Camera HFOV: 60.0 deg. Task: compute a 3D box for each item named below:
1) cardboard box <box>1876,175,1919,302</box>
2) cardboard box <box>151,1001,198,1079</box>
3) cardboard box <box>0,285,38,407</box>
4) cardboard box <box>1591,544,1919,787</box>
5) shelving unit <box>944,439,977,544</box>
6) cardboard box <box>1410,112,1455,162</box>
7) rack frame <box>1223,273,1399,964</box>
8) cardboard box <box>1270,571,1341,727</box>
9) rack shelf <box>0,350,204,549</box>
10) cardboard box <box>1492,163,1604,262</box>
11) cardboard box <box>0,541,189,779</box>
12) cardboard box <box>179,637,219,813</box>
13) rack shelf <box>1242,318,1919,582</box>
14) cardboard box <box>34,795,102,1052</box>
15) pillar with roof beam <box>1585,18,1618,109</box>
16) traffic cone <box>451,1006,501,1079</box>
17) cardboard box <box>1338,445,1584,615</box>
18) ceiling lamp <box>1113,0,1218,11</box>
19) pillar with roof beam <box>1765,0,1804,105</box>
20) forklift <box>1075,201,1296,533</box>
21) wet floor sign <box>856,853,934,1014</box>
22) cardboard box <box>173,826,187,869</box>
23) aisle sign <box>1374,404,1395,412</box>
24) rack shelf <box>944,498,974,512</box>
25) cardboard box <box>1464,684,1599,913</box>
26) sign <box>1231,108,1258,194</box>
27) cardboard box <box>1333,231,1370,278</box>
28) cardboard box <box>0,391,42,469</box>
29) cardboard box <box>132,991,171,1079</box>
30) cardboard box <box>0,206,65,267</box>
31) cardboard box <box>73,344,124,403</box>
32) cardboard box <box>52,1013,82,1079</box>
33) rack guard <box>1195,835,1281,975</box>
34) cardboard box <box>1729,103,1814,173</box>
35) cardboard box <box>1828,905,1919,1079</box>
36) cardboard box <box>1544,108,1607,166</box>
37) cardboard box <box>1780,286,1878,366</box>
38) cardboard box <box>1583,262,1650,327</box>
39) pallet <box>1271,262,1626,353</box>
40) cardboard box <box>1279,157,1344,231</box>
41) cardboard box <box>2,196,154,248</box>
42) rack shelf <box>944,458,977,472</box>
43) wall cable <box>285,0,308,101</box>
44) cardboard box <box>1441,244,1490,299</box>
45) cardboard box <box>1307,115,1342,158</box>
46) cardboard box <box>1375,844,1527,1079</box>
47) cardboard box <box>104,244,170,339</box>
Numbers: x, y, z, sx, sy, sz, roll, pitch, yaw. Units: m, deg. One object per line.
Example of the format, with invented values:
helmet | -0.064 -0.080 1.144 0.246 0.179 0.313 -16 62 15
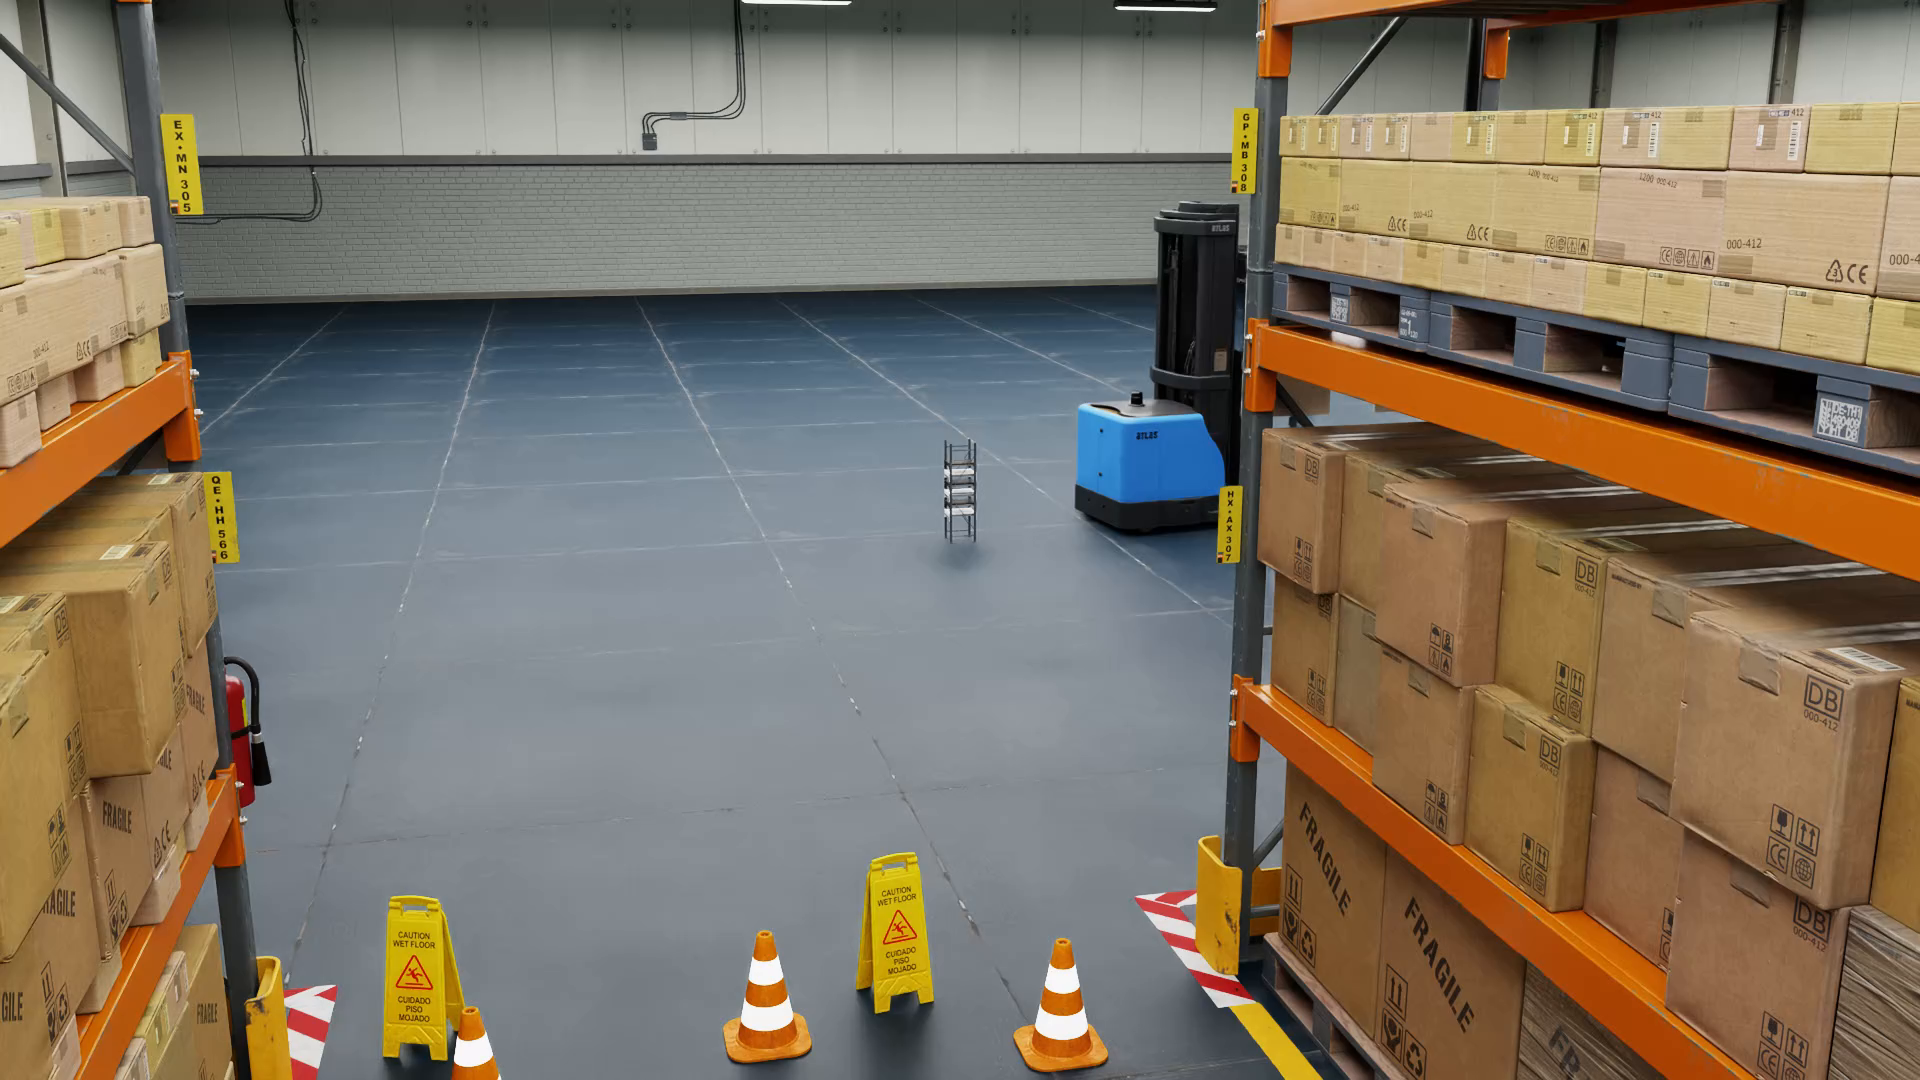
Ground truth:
cardboard box | 2.230 -0.592 3.303 0.500 0.250 0.500 -3 14 -14
cardboard box | -2.564 1.723 4.882 0.500 0.500 0.500 -3 14 -11
cardboard box | -2.385 -0.409 3.648 0.500 0.250 0.500 -3 14 -13
cardboard box | 2.307 0.352 4.576 0.875 0.550 0.550 -3 14 -13
shelving unit | 0.002 -0.435 14.813 0.258 0.900 0.210 -3 14 -13
cardboard box | 1.663 -1.280 5.278 0.380 0.149 0.250 -4 14 -14
rack frame | 1.656 0.366 7.109 1.000 3.000 0.127 -3 14 -13
cardboard box | 1.787 0.376 6.751 0.875 0.550 0.550 -3 14 -13
rack shelf | -2.662 0.019 3.725 1.077 0.370 4.000 -3 14 -13
cardboard box | 1.877 -0.941 4.730 0.500 0.250 0.500 -3 14 -13
cardboard box | -2.468 0.321 4.348 0.700 0.500 0.500 -3 14 -14
cardboard box | -2.736 0.582 5.387 0.500 0.500 0.500 -4 14 -14
rack shelf | 2.126 -0.280 4.950 1.077 0.370 4.000 -3 14 -13
cardboard box | -2.408 0.931 3.957 0.500 0.500 0.500 -3 14 -13
pillar with roof beam | 10.721 -10.197 37.705 9.100 9.000 0.548 -3 14 -13
traffic cone | -1.777 1.925 6.073 0.336 0.463 0.334 -3 14 -13
cardboard box | 1.925 -0.022 6.105 0.875 0.550 0.550 -3 14 -13
ceiling lamp | 3.856 -11.696 31.539 2.000 3.185 0.800 -3 14 -13
pillar with roof beam | 12.130 -8.813 32.039 9.100 9.000 0.548 -3 14 -13
forklift | 2.661 -1.695 15.691 3.031 2.935 1.130 -6 15 -22
wet floor sign | -0.275 1.613 6.964 0.267 0.644 0.232 -6 15 -23
cardboard box | -2.629 0.974 5.149 0.380 0.149 0.250 -4 14 -14
aisle sign | 1.931 -0.930 6.936 0.394 0.787 0.004 -3 14 -13
rack shelf | 0.002 -0.315 14.842 0.258 0.077 0.200 -3 14 -13
cardboard box | 2.112 0.758 5.188 0.875 0.550 0.500 -3 14 -13
sign | 1.115 -1.525 6.519 0.100 0.325 0.005 -3 14 -13
cardboard box | 1.544 -1.008 5.847 0.380 0.149 0.250 -3 14 -13
cardboard box | -2.372 -0.251 3.845 0.380 0.149 0.250 -3 14 -14
cardboard box | -2.483 1.427 4.728 0.380 0.149 0.250 -3 14 -12
cardboard box | -2.655 -0.815 4.471 0.380 0.149 0.250 -3 14 -13
cardboard box | -2.656 -0.484 4.798 0.380 0.149 0.250 -3 14 -11
cardboard box | -2.332 1.267 3.949 0.380 0.149 0.250 -3 14 -13
rack guard | 1.651 1.575 7.428 1.175 0.500 0.348 -3 14 -13
cardboard box | 2.024 -0.927 3.834 0.380 0.149 0.250 -3 14 -12
cardboard box | 2.497 1.131 3.659 0.875 0.550 0.550 -3 14 -13
cardboard box | 1.843 -1.103 4.556 0.380 0.149 0.250 -3 14 -12
cardboard box | 2.078 -0.483 3.696 0.380 0.149 0.250 -3 14 -12
cardboard box | 1.898 -0.659 4.417 0.380 0.149 0.250 -3 14 -14
pallet | 1.841 -0.878 6.065 1.003 0.211 1.213 -3 14 -13
cardboard box | 1.520 -1.290 6.159 0.500 0.250 0.500 -3 14 -13
cardboard box | -2.765 -0.996 5.211 0.380 0.149 0.250 -3 14 -13
rack shelf | 0.002 -0.665 14.756 0.258 0.077 0.200 -3 14 -13
wall cable | -12.491 -10.531 34.970 3.097 2.526 0.112 -3 14 -13
cardboard box | 1.721 -0.834 5.132 0.380 0.149 0.250 -3 14 -14
cardboard box | 1.483 -1.456 6.002 0.380 0.149 0.250 -3 14 -13
cardboard box | 2.088 1.550 5.855 0.875 0.875 0.875 -4 14 -14
cardboard box | -2.750 -0.761 5.089 0.500 0.250 0.500 -3 14 -14
